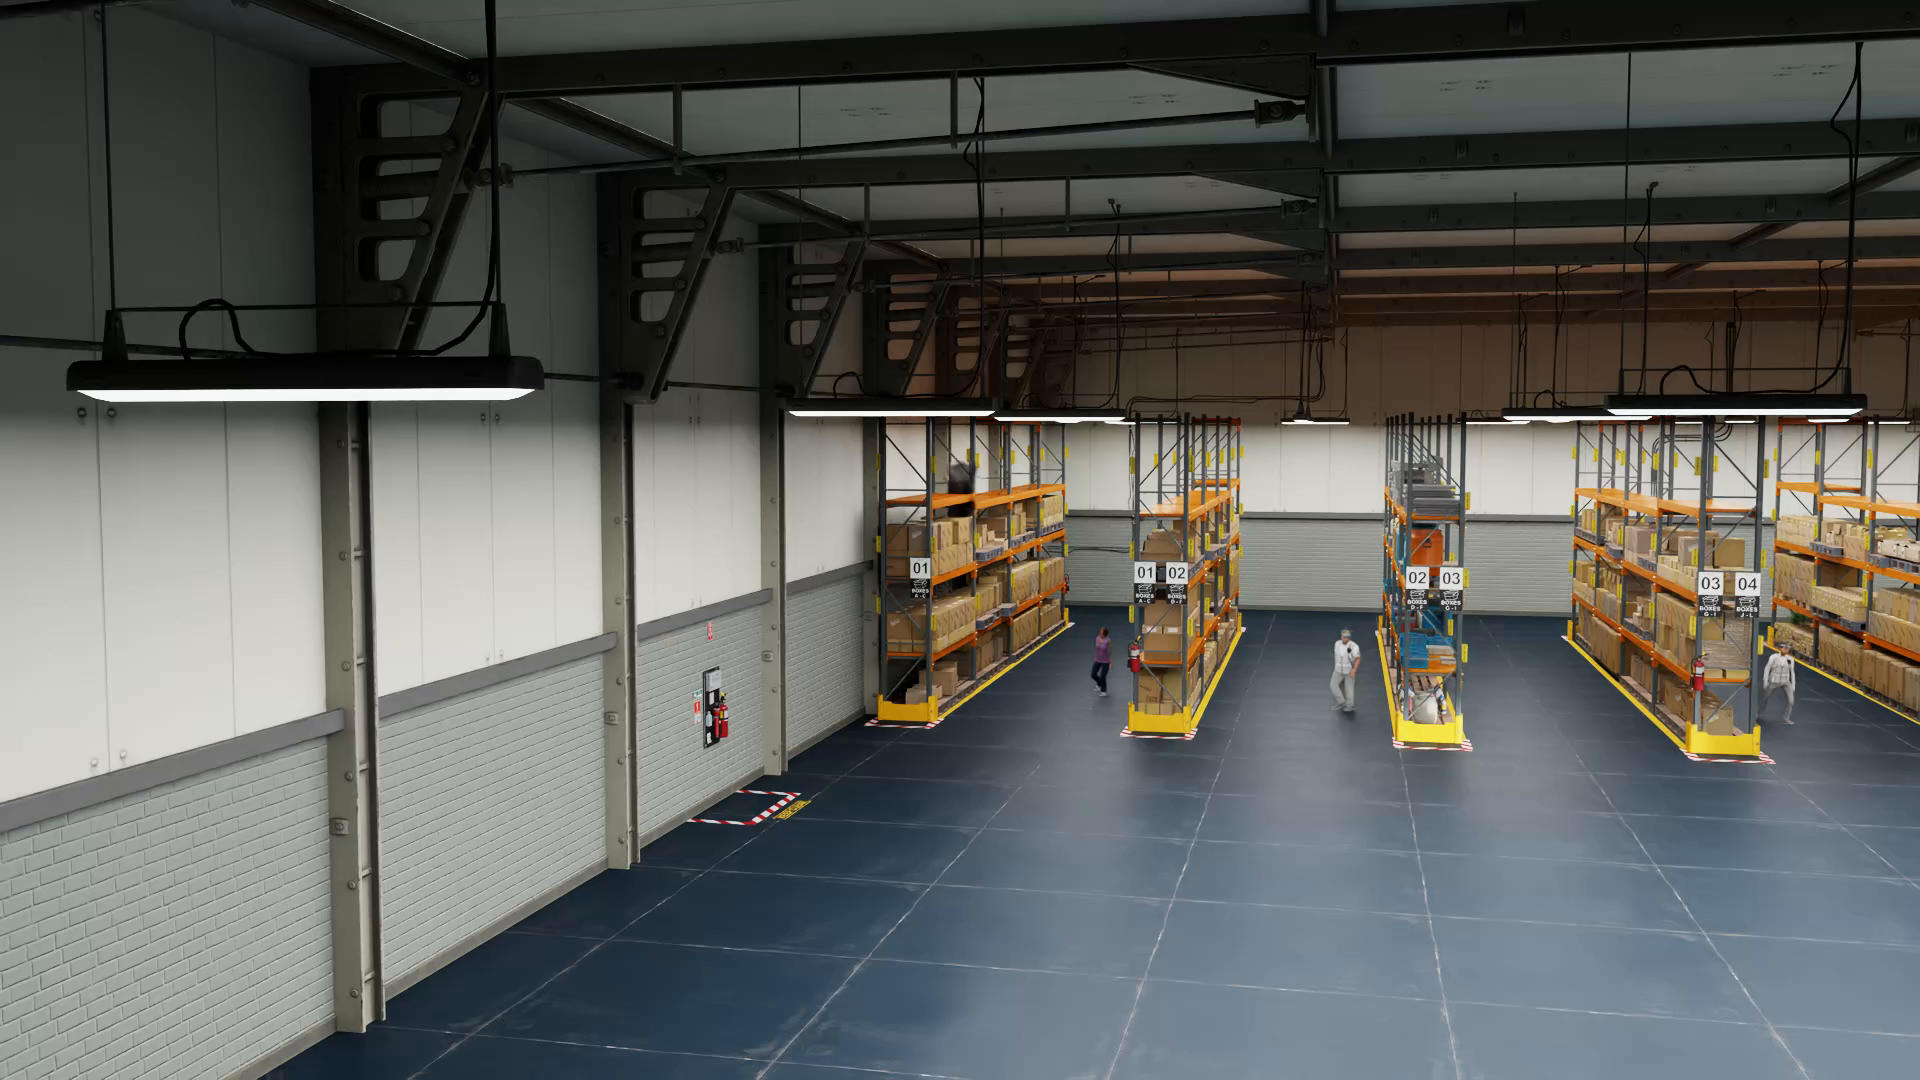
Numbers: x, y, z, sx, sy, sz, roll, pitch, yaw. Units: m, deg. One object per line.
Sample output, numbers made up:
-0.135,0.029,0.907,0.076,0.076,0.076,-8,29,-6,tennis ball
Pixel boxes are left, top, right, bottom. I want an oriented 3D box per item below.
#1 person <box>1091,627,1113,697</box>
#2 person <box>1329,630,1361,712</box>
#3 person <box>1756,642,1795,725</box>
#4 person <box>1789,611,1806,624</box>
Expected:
3.042,2.568,35.231,0.662,1.523,0.573,3,5,38,person
7.719,2.617,33.249,0.662,1.690,0.737,3,5,34,person
15.765,2.734,32.238,0.774,1.598,0.705,2,4,22,person
22.481,1.867,44.445,0.642,1.753,0.690,2,4,22,person
